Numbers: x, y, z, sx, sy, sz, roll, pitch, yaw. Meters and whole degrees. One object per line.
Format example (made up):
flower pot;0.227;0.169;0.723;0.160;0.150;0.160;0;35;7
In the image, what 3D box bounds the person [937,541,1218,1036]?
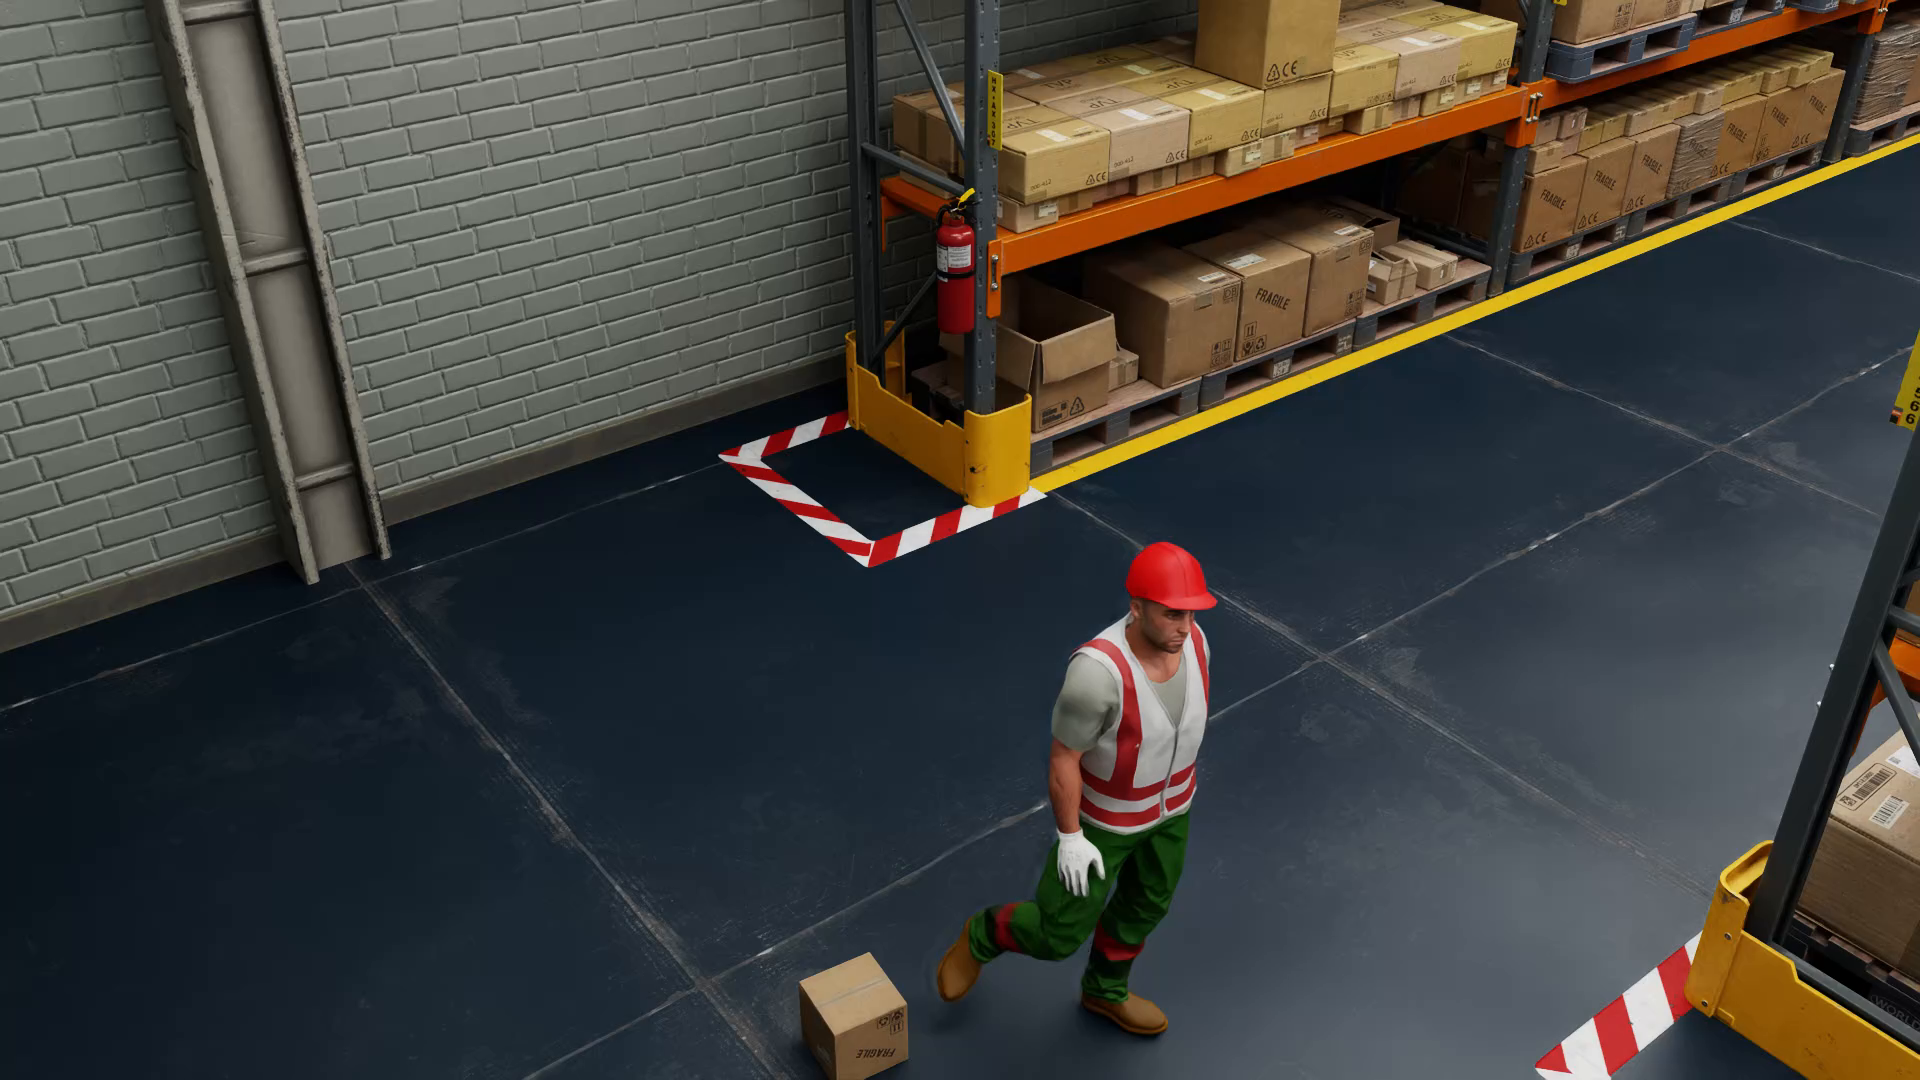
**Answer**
person;0.350;0.760;4.893;0.747;1.774;0.614;-20;37;-29
